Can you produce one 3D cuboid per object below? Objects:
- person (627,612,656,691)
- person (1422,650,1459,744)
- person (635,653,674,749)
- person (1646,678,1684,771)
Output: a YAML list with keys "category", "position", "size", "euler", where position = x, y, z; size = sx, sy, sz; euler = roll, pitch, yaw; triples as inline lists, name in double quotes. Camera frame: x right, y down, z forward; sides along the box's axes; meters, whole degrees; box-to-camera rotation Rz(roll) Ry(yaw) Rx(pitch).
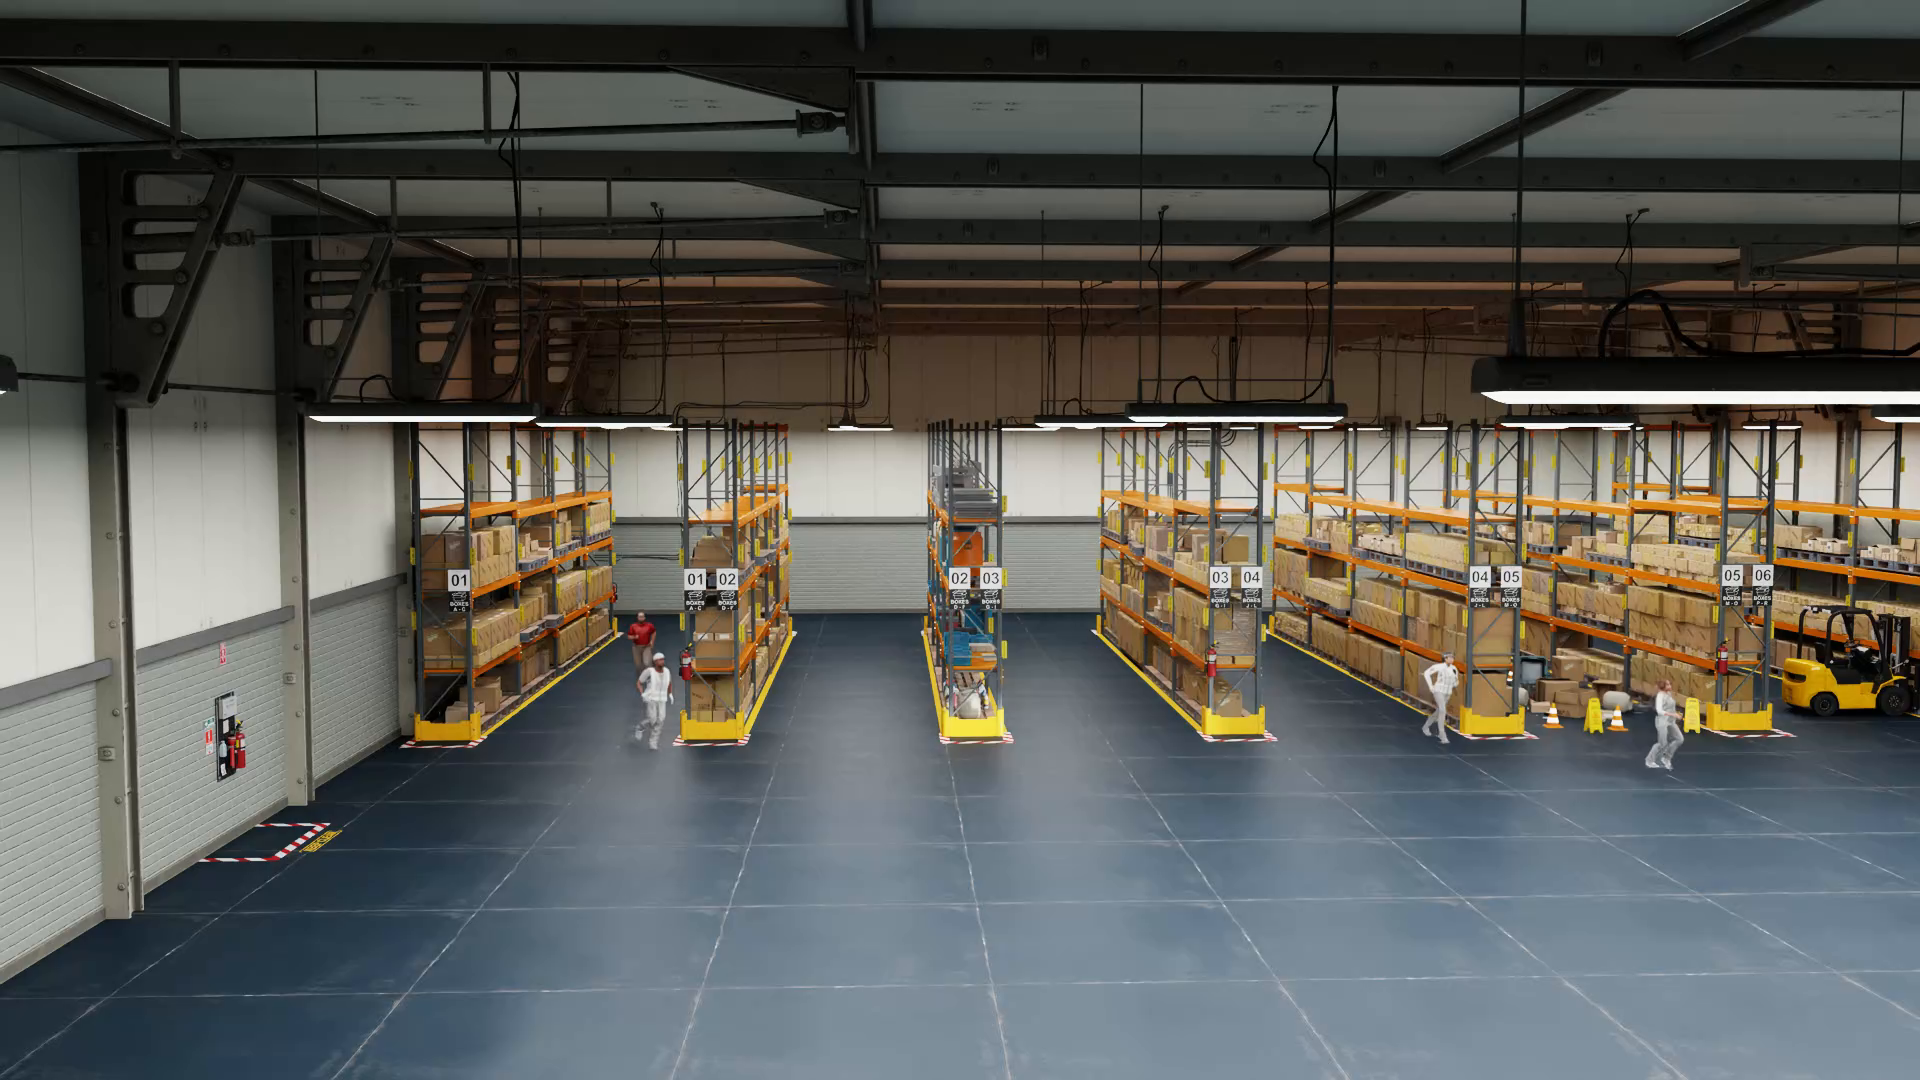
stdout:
- category: "person"
  position: [-7.095, 2.501, 37.110]
  size: [0.640, 1.775, 0.709]
  euler: [-1, 4, -11]
- category: "person"
  position: [9.045, 2.897, 31.092]
  size: [0.617, 1.687, 0.854]
  euler: [-2, 4, -25]
- category: "person"
  position: [-5.529, 2.922, 30.354]
  size: [0.732, 1.714, 0.710]
  euler: [-3, 5, -39]
- category: "person"
  position: [11.974, 3.125, 28.224]
  size: [0.545, 1.578, 0.629]
  euler: [-3, 5, -39]
